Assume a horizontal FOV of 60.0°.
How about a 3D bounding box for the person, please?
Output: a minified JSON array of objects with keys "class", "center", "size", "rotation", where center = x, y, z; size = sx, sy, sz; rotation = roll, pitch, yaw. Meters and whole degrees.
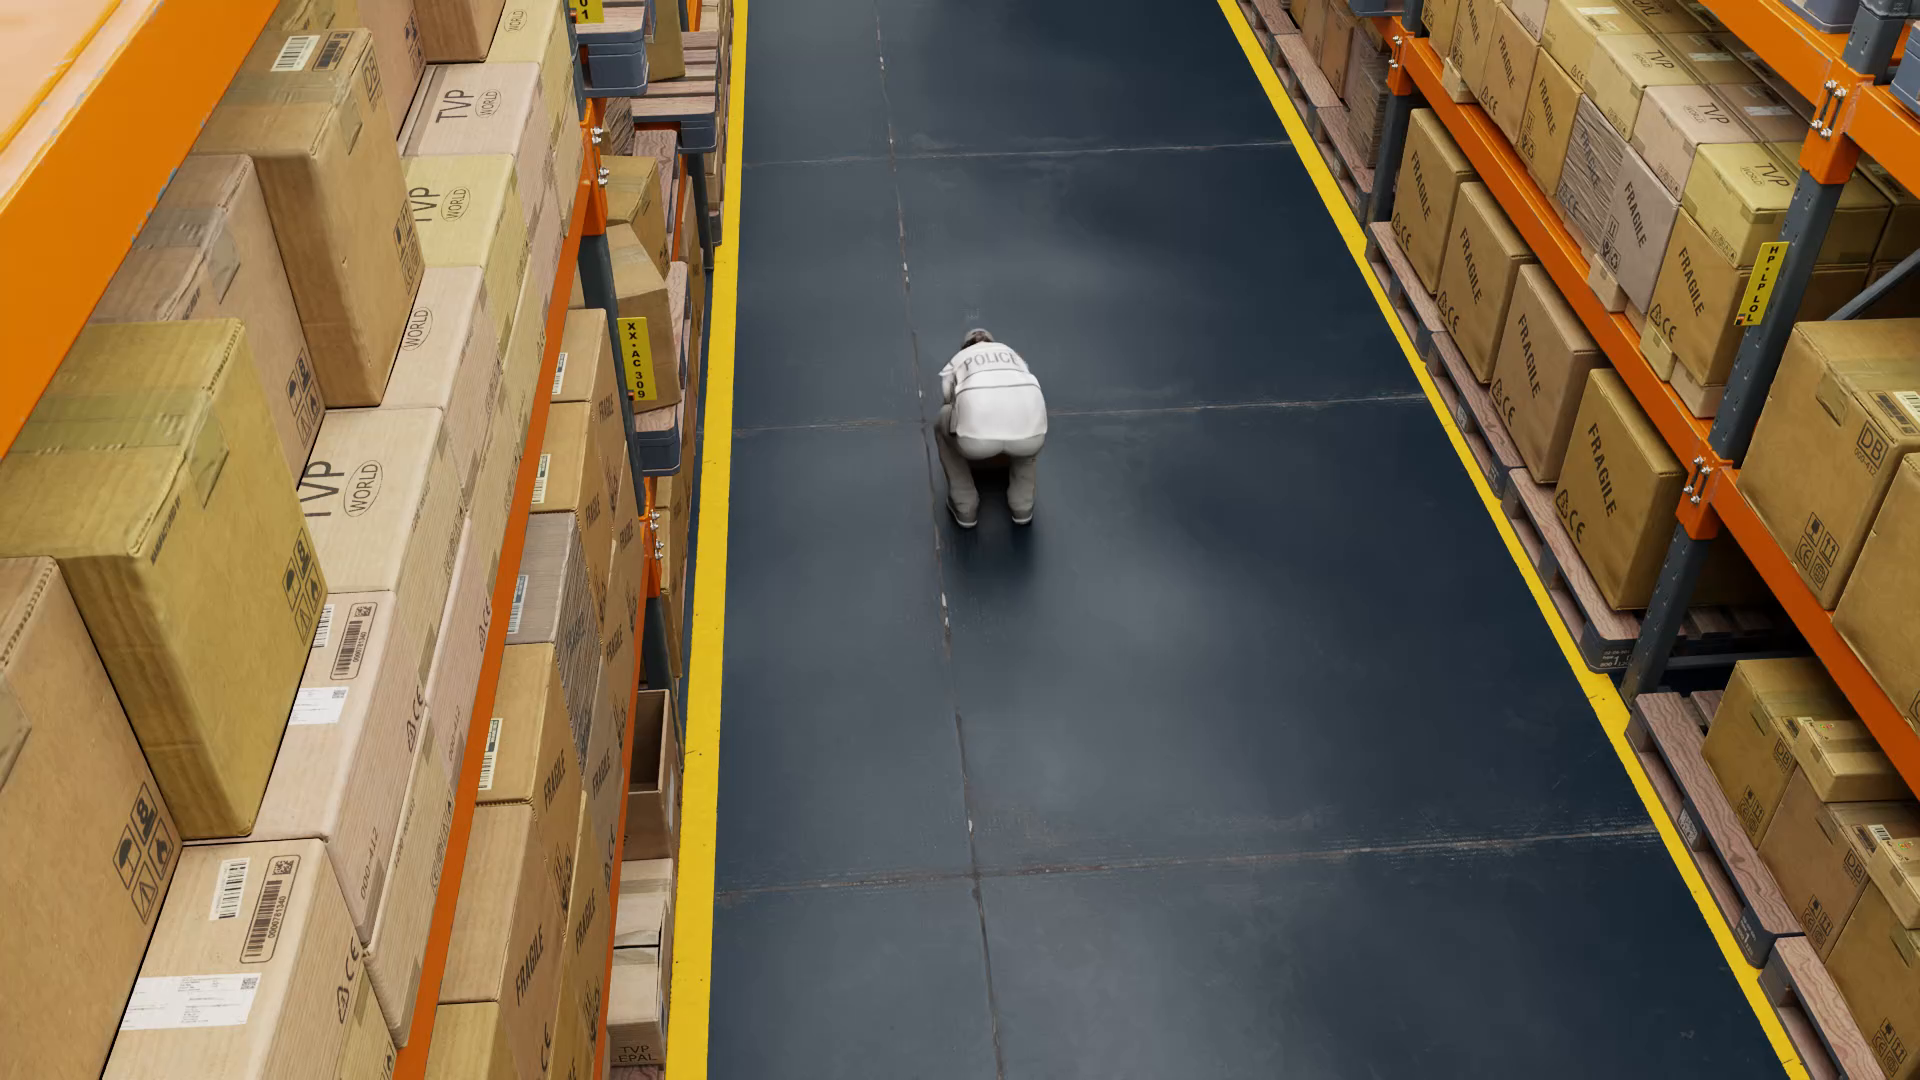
[{"class":"person","center":[0.141,-0.830,7.532],"size":[0.476,1.600,0.531],"rotation":[-3,39,-4]}]
